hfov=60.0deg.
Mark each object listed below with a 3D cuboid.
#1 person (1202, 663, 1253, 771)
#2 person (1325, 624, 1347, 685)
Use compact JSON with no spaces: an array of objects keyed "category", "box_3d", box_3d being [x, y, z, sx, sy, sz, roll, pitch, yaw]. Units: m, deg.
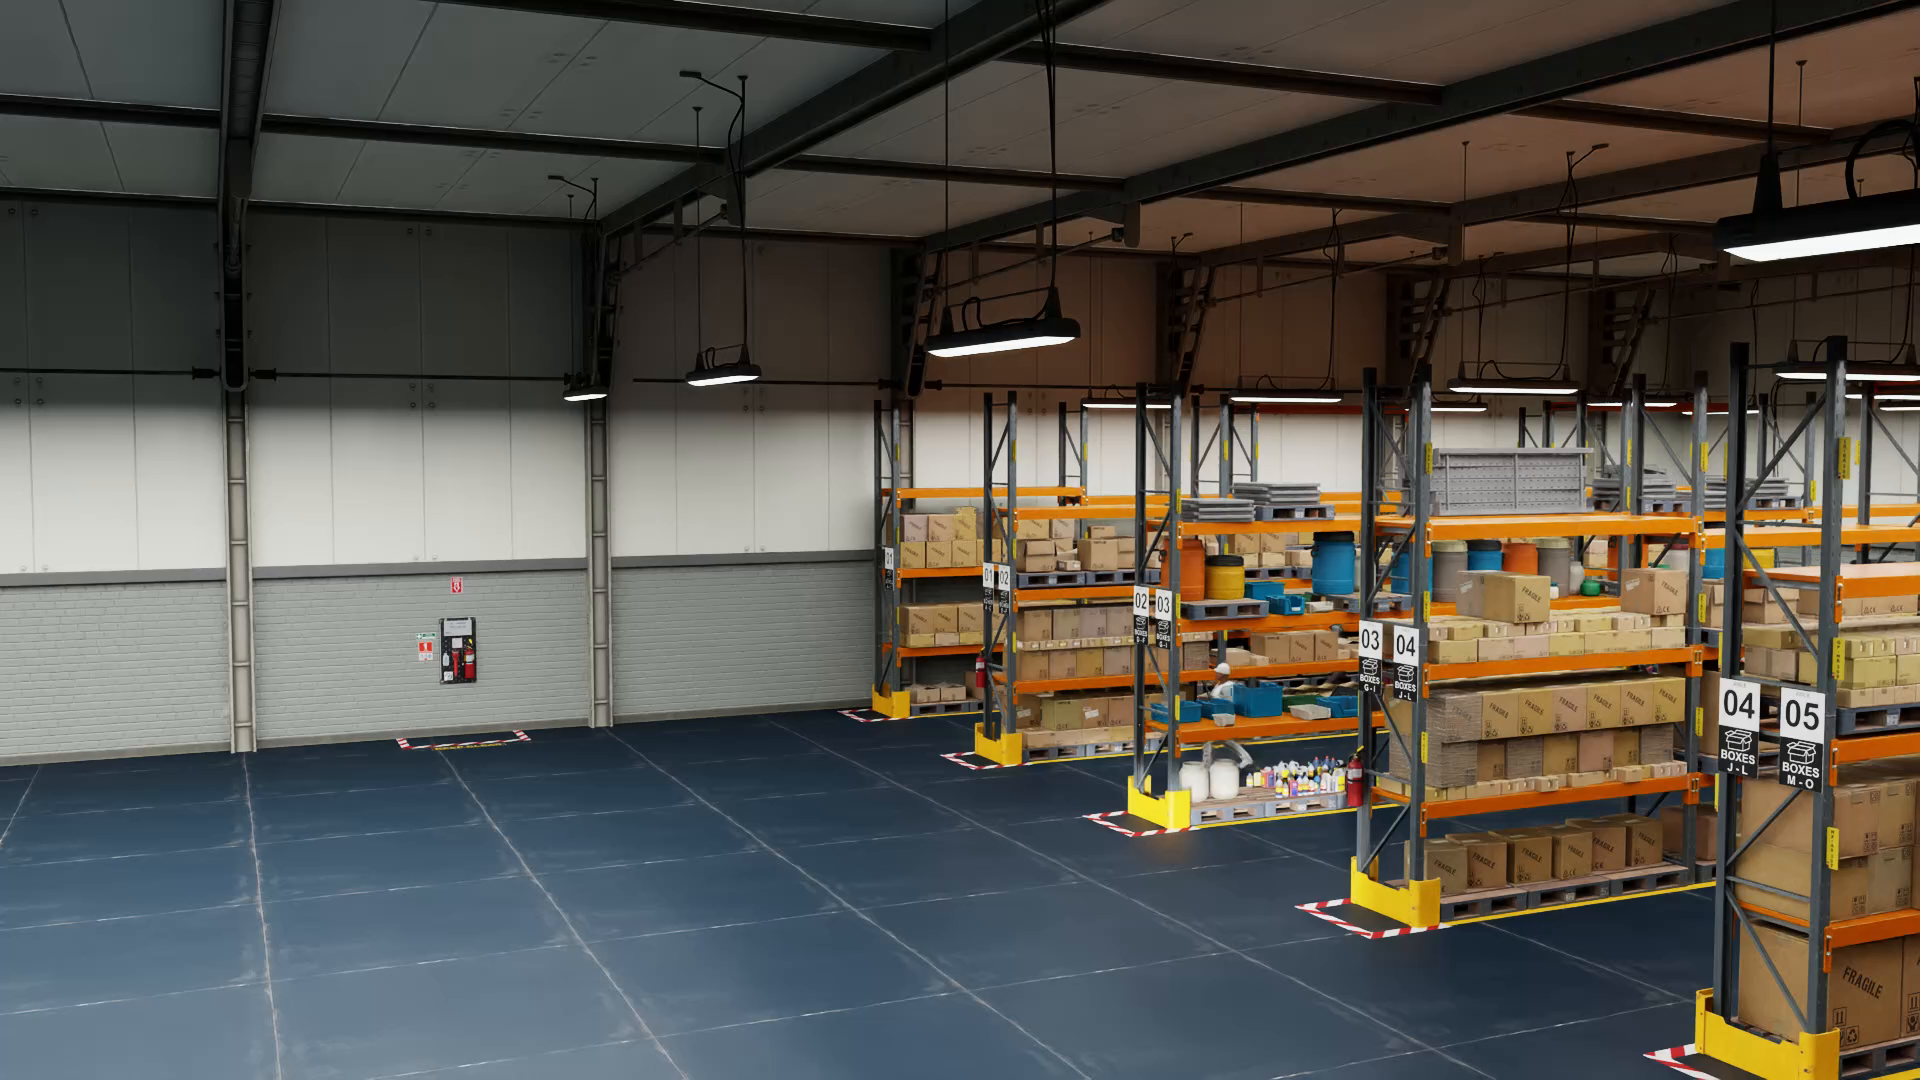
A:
[{"category":"person","box_3d":[4.079,2.781,25.966,1.043,1.738,0.652,0,3,-3]},{"category":"person","box_3d":[7.706,2.313,34.111,0.459,1.722,0.552,1,3,17]}]
